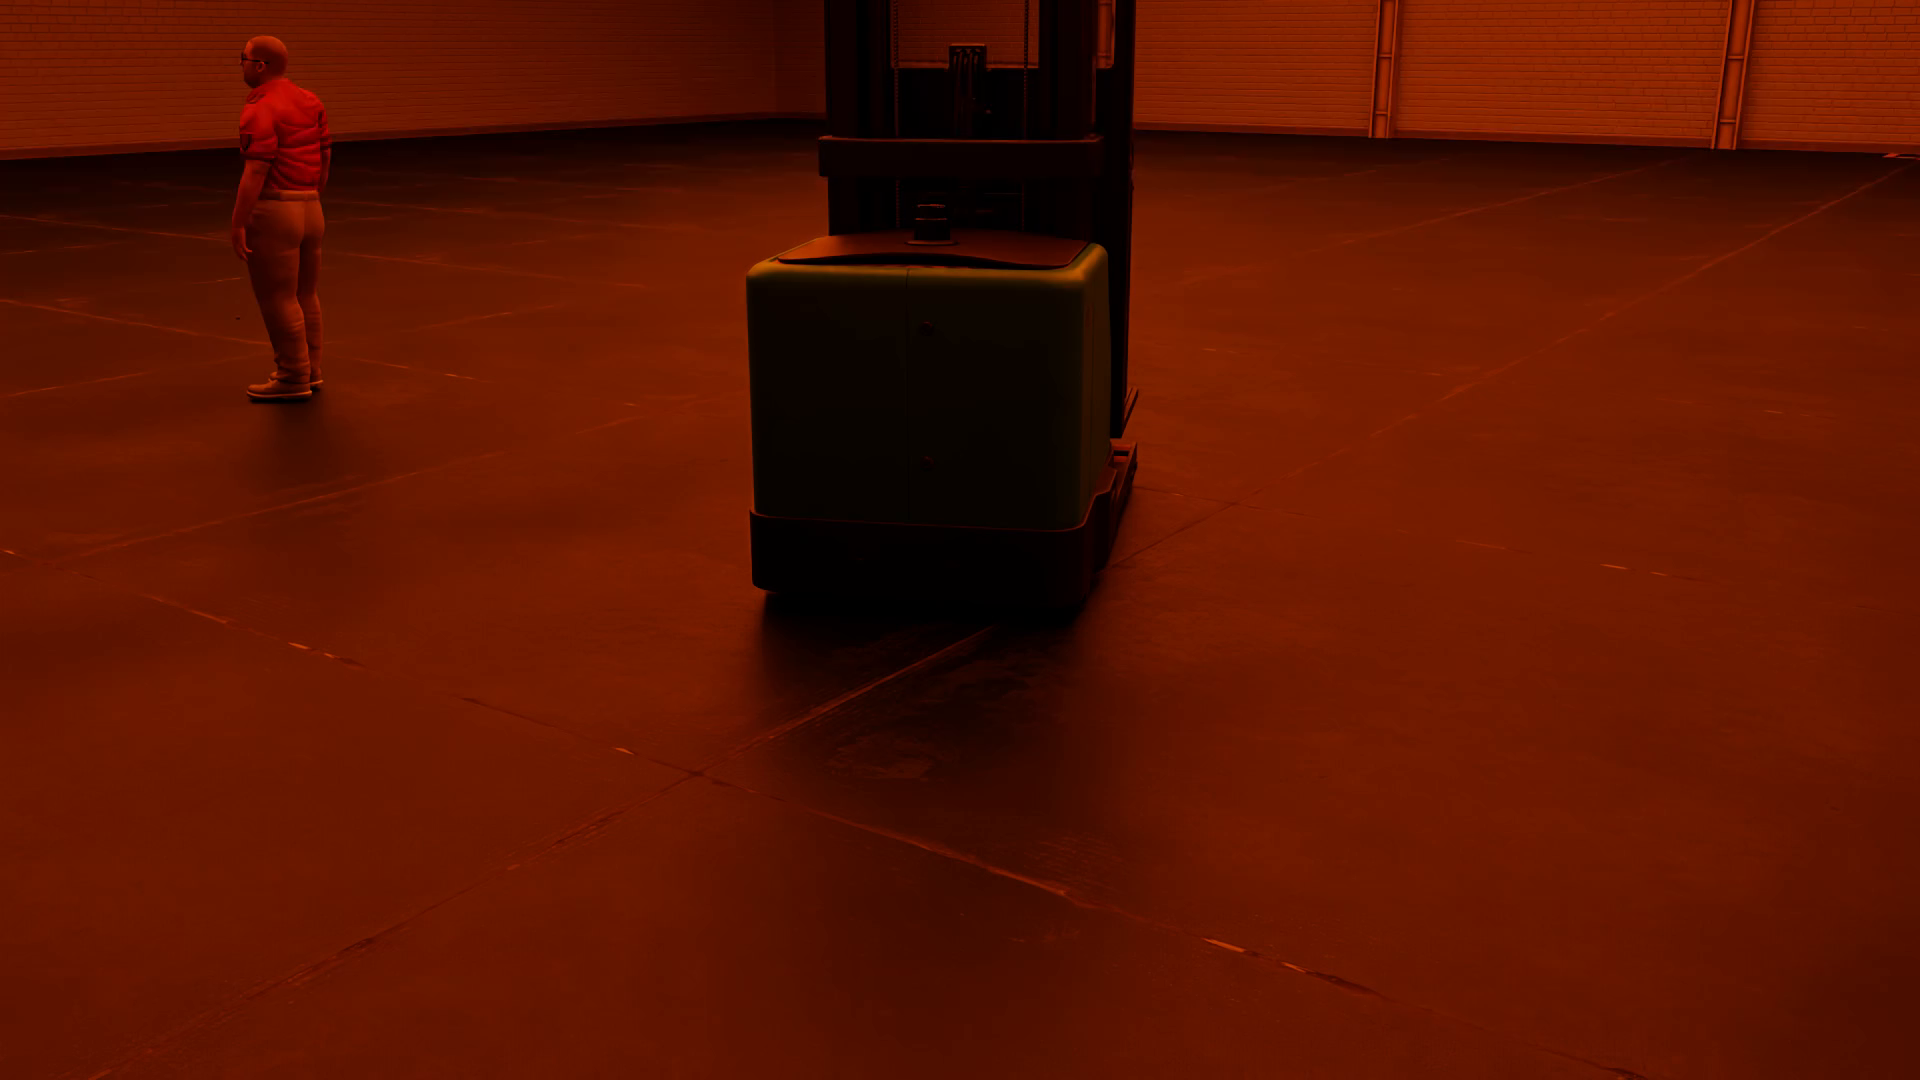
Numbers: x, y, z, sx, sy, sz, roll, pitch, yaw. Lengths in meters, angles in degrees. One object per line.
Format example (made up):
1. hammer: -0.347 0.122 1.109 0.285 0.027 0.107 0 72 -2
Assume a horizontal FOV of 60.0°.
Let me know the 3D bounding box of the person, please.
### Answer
1. person: -3.371 -1.548 8.084 0.551 1.727 0.640 4 17 13

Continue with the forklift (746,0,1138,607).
1. forklift: 0.110 -1.580 6.118 1.130 2.935 3.031 3 17 10
